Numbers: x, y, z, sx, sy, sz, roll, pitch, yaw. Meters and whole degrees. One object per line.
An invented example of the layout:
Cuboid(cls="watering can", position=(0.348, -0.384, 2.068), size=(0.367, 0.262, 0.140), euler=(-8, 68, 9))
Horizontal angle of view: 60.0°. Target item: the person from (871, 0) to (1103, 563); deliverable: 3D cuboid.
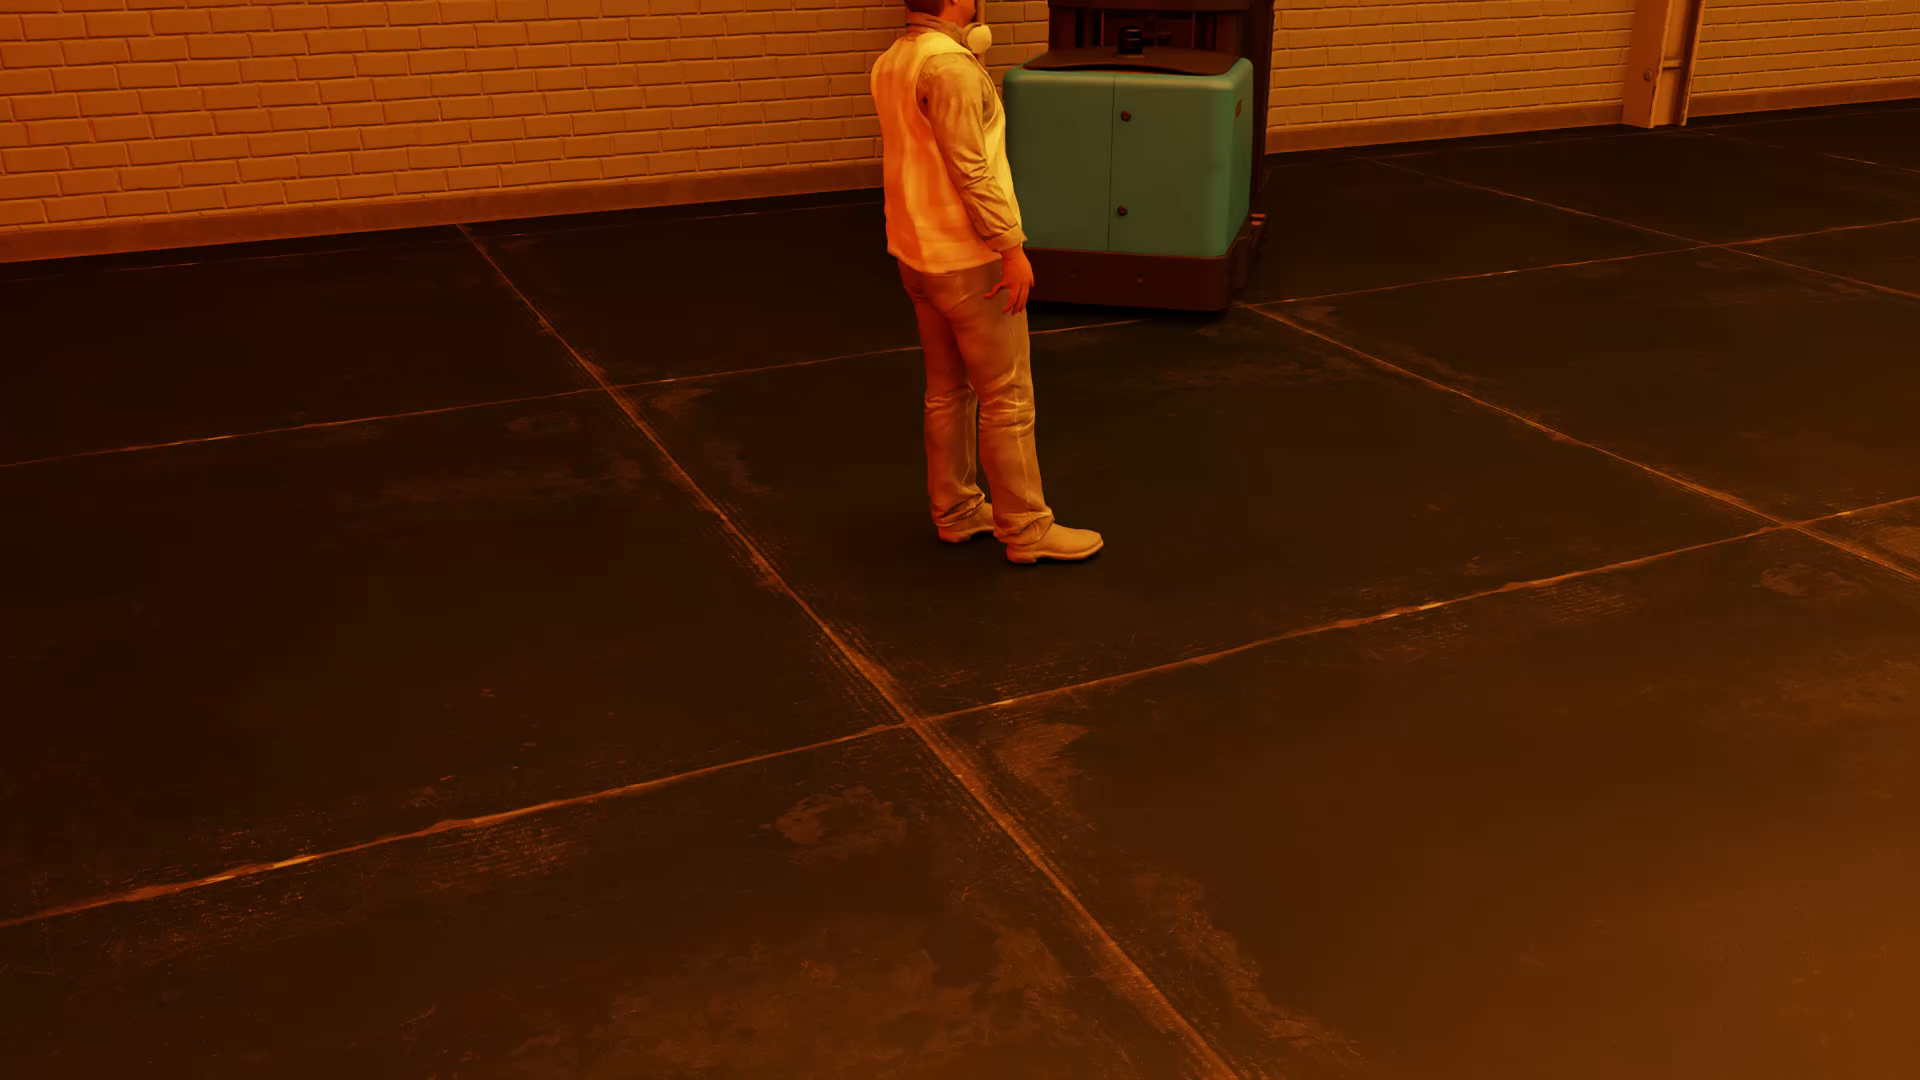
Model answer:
Cuboid(cls="person", position=(0.060, -0.833, 4.782), size=(0.566, 1.775, 0.633), euler=(-10, 25, -23))

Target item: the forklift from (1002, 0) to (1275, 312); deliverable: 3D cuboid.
Cuboid(cls="forklift", position=(1.041, -2.898, 8.261), size=(1.130, 2.935, 3.031), euler=(6, 23, 14))
